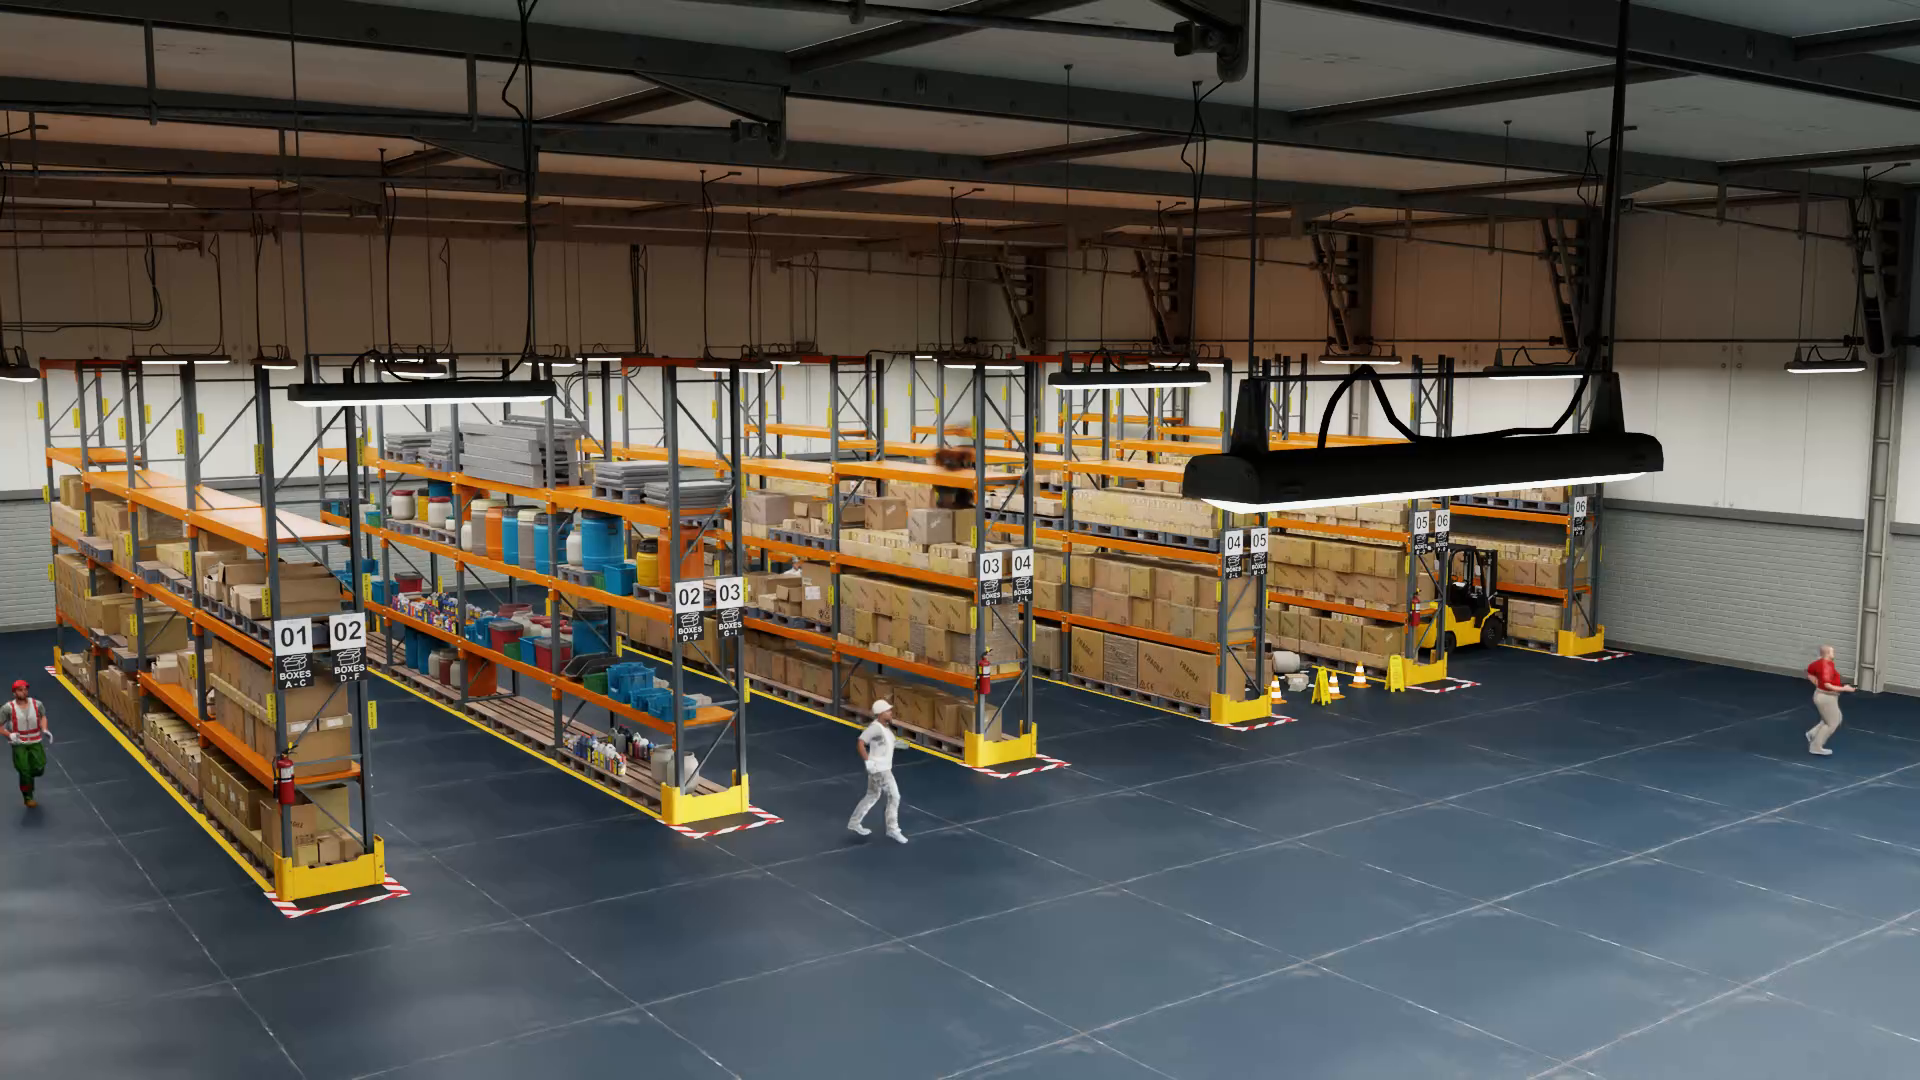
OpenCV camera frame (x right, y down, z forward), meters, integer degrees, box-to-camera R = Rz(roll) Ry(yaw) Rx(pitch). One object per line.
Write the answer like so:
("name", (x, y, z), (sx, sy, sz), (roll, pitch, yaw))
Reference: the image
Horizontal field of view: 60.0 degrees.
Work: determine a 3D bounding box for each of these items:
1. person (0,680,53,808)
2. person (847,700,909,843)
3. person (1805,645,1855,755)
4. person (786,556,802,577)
("person", (-12.741, 2.761, 22.644), (0.602, 1.742, 0.657), (6, 9, 42))
("person", (-1.042, 2.925, 21.083), (0.798, 1.832, 0.667), (0, 7, -3))
("person", (13.307, 2.440, 25.430), (0.599, 1.680, 0.651), (2, 7, 13))
("person", (-3.504, 1.194, 35.859), (0.580, 1.698, 0.682), (-4, 8, -28))
